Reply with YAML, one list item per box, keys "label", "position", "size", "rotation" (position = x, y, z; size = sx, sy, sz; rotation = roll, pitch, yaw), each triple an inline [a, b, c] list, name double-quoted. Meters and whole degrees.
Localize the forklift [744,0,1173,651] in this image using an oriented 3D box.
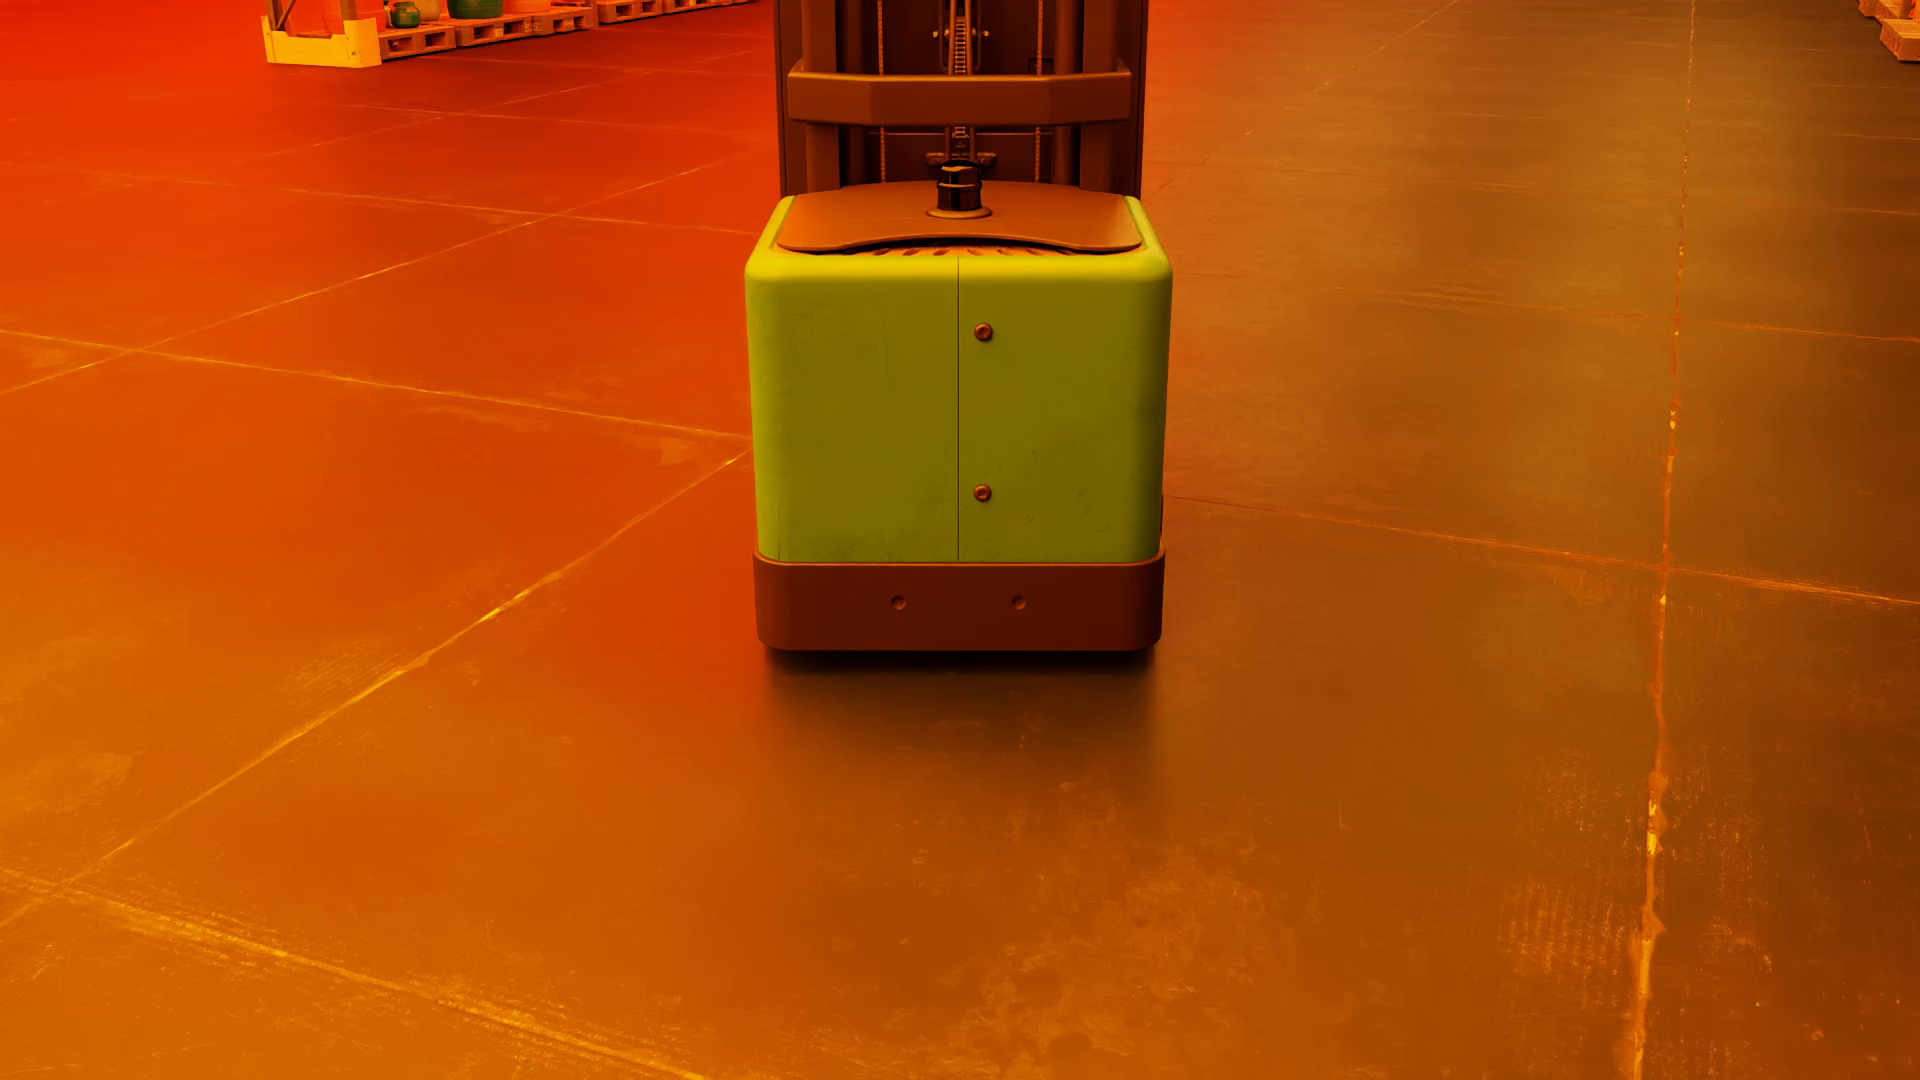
- label: "forklift"
  position: [0.002, -1.587, 5.089]
  size: [1.130, 2.935, 3.031]
  rotation: [0, 23, 0]
